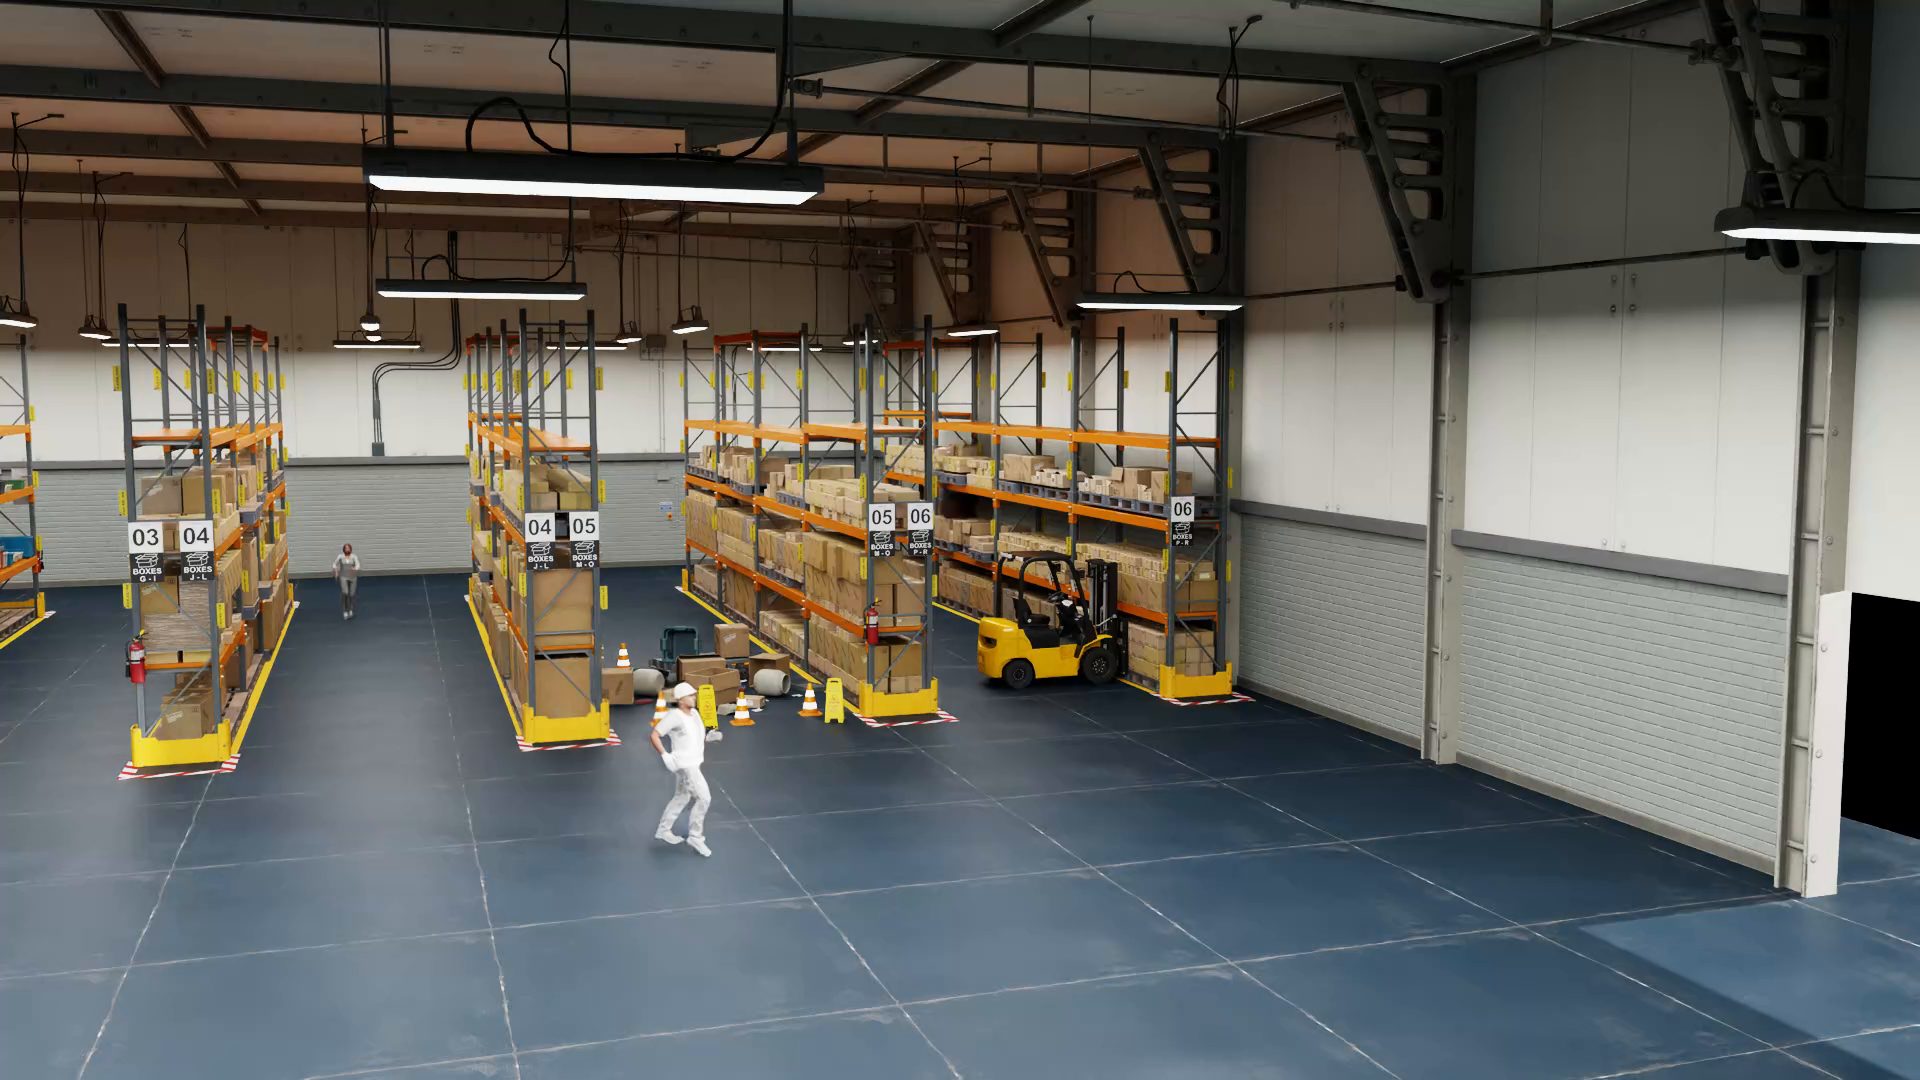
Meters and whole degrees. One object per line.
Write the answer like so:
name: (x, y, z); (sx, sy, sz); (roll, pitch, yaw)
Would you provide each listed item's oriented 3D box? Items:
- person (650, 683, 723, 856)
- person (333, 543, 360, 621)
person: (-2.911, 2.437, 17.720); (0.775, 1.844, 0.658); (1, 5, 8)
person: (-12.930, 0.878, 35.115); (0.504, 1.628, 0.692); (-3, 6, -29)
